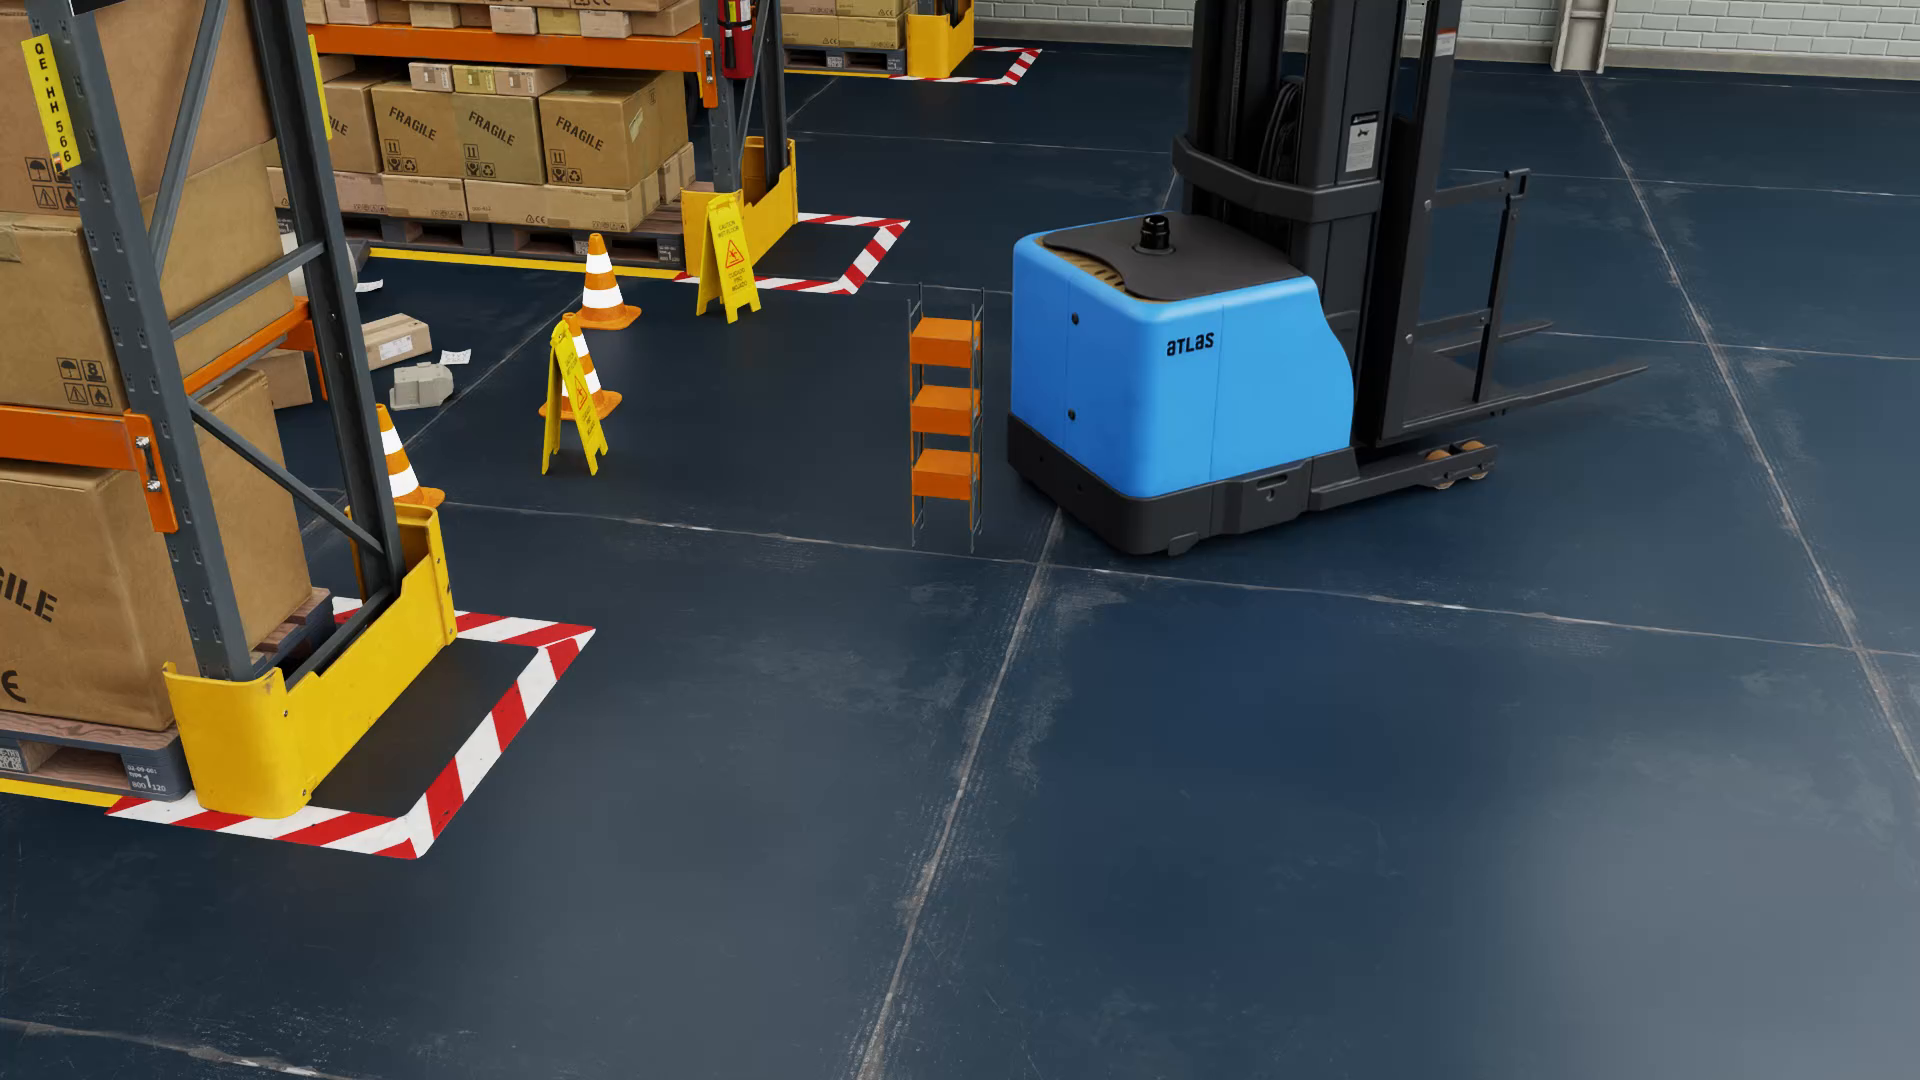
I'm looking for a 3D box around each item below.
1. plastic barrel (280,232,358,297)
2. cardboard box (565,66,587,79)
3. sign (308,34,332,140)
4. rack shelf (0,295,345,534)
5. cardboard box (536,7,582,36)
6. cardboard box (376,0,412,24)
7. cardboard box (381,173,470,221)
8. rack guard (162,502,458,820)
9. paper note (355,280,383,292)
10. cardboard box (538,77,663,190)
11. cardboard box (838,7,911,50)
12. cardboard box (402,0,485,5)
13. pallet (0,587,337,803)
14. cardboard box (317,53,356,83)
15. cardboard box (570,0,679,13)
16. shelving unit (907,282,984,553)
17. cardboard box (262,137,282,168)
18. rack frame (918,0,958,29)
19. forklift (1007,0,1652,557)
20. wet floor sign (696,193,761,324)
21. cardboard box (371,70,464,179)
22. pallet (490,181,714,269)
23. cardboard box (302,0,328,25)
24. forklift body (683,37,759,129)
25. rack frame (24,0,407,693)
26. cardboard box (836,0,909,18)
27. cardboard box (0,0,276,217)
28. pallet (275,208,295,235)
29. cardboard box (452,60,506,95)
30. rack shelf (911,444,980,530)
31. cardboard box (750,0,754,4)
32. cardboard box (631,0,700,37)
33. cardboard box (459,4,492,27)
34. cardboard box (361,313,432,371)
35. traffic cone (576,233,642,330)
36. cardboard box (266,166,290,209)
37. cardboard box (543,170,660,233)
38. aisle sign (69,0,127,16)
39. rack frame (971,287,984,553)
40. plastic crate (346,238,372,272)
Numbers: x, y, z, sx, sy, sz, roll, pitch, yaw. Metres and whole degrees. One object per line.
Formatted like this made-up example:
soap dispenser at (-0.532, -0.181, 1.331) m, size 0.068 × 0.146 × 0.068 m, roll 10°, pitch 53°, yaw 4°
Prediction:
plastic barrel at (-3.551, -1.437, 8.934) m, size 0.512 × 0.421 × 0.421 m, roll -21°, pitch 35°, yaw -33°
cardboard box at (-2.481, -2.641, 10.096) m, size 0.500 × 0.500 × 0.500 m, roll 5°, pitch 29°, yaw 9°
sign at (-2.028, -1.410, 5.219) m, size 0.005 × 0.325 × 0.100 m, roll 6°, pitch 29°, yaw 11°
rack shelf at (-4.105, -0.621, 5.510) m, size 4.000 × 0.370 × 1.077 m, roll 6°, pitch 29°, yaw 11°
cardboard box at (-2.142, -2.907, 9.197) m, size 0.250 × 0.149 × 0.380 m, roll 5°, pitch 29°, yaw 10°
cardboard box at (-3.116, -3.060, 9.477) m, size 0.250 × 0.149 × 0.380 m, roll 6°, pitch 29°, yaw 11°
cardboard box at (-3.079, -2.109, 9.905) m, size 0.500 × 0.250 × 0.500 m, roll 5°, pitch 29°, yaw 9°
rack guard at (-2.126, 0.363, 5.567) m, size 0.348 × 0.500 × 1.175 m, roll 6°, pitch 29°, yaw 11°
paper note at (-3.320, -1.427, 9.325) m, size 0.148 × 0.019 × 0.142 m, roll -4°, pitch 29°, yaw -7°
cardboard box at (-2.053, -2.336, 9.538) m, size 0.500 × 0.500 × 0.500 m, roll 6°, pitch 29°, yaw 11°
cardboard box at (-0.707, -4.279, 13.868) m, size 0.500 × 0.250 × 0.500 m, roll 6°, pitch 29°, yaw 11°
cardboard box at (-2.780, -3.274, 9.193) m, size 0.500 × 0.500 × 0.500 m, roll 6°, pitch 29°, yaw 10°
pallet at (-2.948, 0.444, 5.720) m, size 1.213 × 0.211 × 1.003 m, roll 6°, pitch 29°, yaw 11°
cardboard box at (-3.729, -2.760, 9.638) m, size 0.250 × 0.149 × 0.380 m, roll 8°, pitch 30°, yaw 13°
cardboard box at (-1.803, -3.170, 9.003) m, size 0.500 × 0.500 × 0.500 m, roll 5°, pitch 29°, yaw 10°
shelving unit at (-0.052, -0.466, 6.508) m, size 0.252 × 1.050 × 0.215 m, roll 6°, pitch 29°, yaw 11°
cardboard box at (-4.080, -2.545, 9.920) m, size 0.500 × 0.500 × 0.500 m, roll 7°, pitch 29°, yaw 13°
rack frame at (-0.182, -5.402, 13.494) m, size 0.127 × 3.000 × 1.000 m, roll 6°, pitch 29°, yaw 11°
forklift at (1.749, -1.711, 6.823) m, size 3.031 × 2.935 × 1.130 m, roll -14°, pitch 32°, yaw -24°
wet floor sign at (-1.252, -1.516, 8.848) m, size 0.232 × 0.644 × 0.267 m, roll 17°, pitch 33°, yaw 28°
cardboard box at (-3.056, -2.440, 9.729) m, size 0.500 × 0.500 × 0.500 m, roll 5°, pitch 29°, yaw 9°
pallet at (-2.076, -1.953, 10.098) m, size 1.213 × 0.211 × 1.003 m, roll 6°, pitch 29°, yaw 11°
cardboard box at (-3.636, -3.047, 9.453) m, size 0.250 × 0.149 × 0.380 m, roll 6°, pitch 29°, yaw 11°
forklift body at (-2.417, -4.363, 12.480) m, size 1.214 × 2.155 × 2.313 m, roll 6°, pitch 29°, yaw 11°
rack frame at (-2.149, -0.736, 4.971) m, size 0.127 × 3.000 × 1.000 m, roll 6°, pitch 29°, yaw 11°
cardboard box at (-0.723, -4.502, 13.754) m, size 0.500 × 0.250 × 0.500 m, roll 5°, pitch 29°, yaw 10°
cardboard box at (-2.504, -1.331, 4.777) m, size 0.550 × 0.550 × 0.875 m, roll 6°, pitch 29°, yaw 11°
pallet at (-4.462, -2.198, 10.545) m, size 1.213 × 0.211 × 1.003 m, roll 6°, pitch 29°, yaw 11°
cardboard box at (-2.671, -2.652, 9.440) m, size 0.250 × 0.149 × 0.380 m, roll 6°, pitch 29°, yaw 11°
rack shelf at (-0.052, -0.213, 6.646) m, size 0.240 × 0.259 × 0.215 m, roll 6°, pitch 29°, yaw 11°
cardboard box at (-1.720, -4.599, 13.932) m, size 0.500 × 0.250 × 0.500 m, roll 5°, pitch 29°, yaw 9°
cardboard box at (-1.625, -2.898, 9.181) m, size 0.250 × 0.149 × 0.380 m, roll 7°, pitch 29°, yaw 12°
cardboard box at (-2.621, -3.010, 9.386) m, size 0.250 × 0.149 × 0.380 m, roll 6°, pitch 29°, yaw 11°
cardboard box at (-2.918, -1.003, 8.427) m, size 0.250 × 0.149 × 0.380 m, roll 23°, pitch 36°, yaw 36°
traffic cone at (-1.904, -1.395, 8.817) m, size 0.334 × 0.463 × 0.336 m, roll 6°, pitch 29°, yaw 11°
cardboard box at (-4.081, -2.216, 10.100) m, size 0.500 × 0.250 × 0.500 m, roll 8°, pitch 30°, yaw 13°
cardboard box at (-2.085, -2.006, 9.716) m, size 0.500 × 0.250 × 0.500 m, roll 6°, pitch 29°, yaw 10°
aisle sign at (-2.143, -1.728, 4.076) m, size 0.004 × 0.787 × 0.394 m, roll 6°, pitch 29°, yaw 11°
rack frame at (0.067, -0.454, 6.485) m, size 0.008 × 1.050 × 0.200 m, roll 6°, pitch 29°, yaw 11°
plastic crate at (-3.762, -1.649, 9.678) m, size 0.583 × 0.080 × 0.402 m, roll -4°, pitch 29°, yaw -7°
